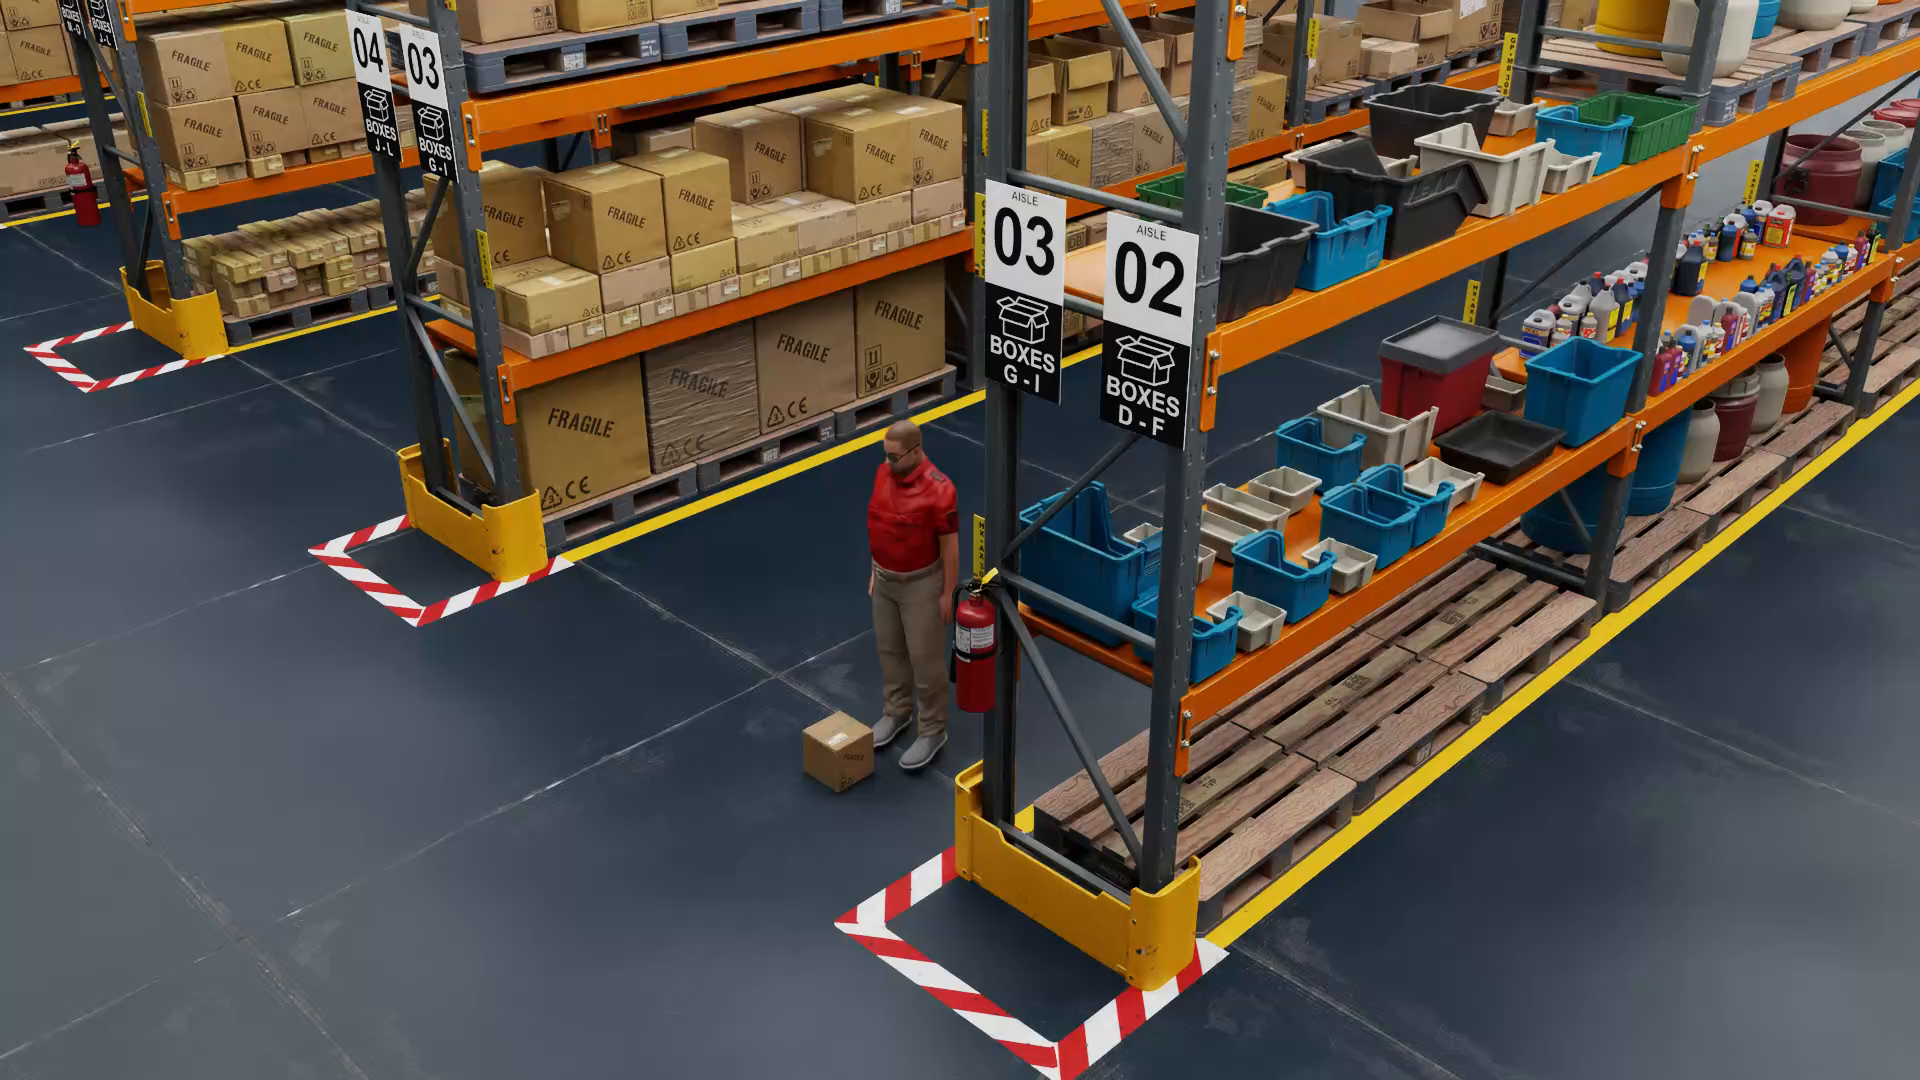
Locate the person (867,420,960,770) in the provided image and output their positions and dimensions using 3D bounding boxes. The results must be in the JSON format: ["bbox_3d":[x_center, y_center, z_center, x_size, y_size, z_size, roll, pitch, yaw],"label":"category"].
[{"bbox_3d":[-0.283,0.236,8.162,0.439,1.735,0.555,-24,36,-38],"label":"person"}]
